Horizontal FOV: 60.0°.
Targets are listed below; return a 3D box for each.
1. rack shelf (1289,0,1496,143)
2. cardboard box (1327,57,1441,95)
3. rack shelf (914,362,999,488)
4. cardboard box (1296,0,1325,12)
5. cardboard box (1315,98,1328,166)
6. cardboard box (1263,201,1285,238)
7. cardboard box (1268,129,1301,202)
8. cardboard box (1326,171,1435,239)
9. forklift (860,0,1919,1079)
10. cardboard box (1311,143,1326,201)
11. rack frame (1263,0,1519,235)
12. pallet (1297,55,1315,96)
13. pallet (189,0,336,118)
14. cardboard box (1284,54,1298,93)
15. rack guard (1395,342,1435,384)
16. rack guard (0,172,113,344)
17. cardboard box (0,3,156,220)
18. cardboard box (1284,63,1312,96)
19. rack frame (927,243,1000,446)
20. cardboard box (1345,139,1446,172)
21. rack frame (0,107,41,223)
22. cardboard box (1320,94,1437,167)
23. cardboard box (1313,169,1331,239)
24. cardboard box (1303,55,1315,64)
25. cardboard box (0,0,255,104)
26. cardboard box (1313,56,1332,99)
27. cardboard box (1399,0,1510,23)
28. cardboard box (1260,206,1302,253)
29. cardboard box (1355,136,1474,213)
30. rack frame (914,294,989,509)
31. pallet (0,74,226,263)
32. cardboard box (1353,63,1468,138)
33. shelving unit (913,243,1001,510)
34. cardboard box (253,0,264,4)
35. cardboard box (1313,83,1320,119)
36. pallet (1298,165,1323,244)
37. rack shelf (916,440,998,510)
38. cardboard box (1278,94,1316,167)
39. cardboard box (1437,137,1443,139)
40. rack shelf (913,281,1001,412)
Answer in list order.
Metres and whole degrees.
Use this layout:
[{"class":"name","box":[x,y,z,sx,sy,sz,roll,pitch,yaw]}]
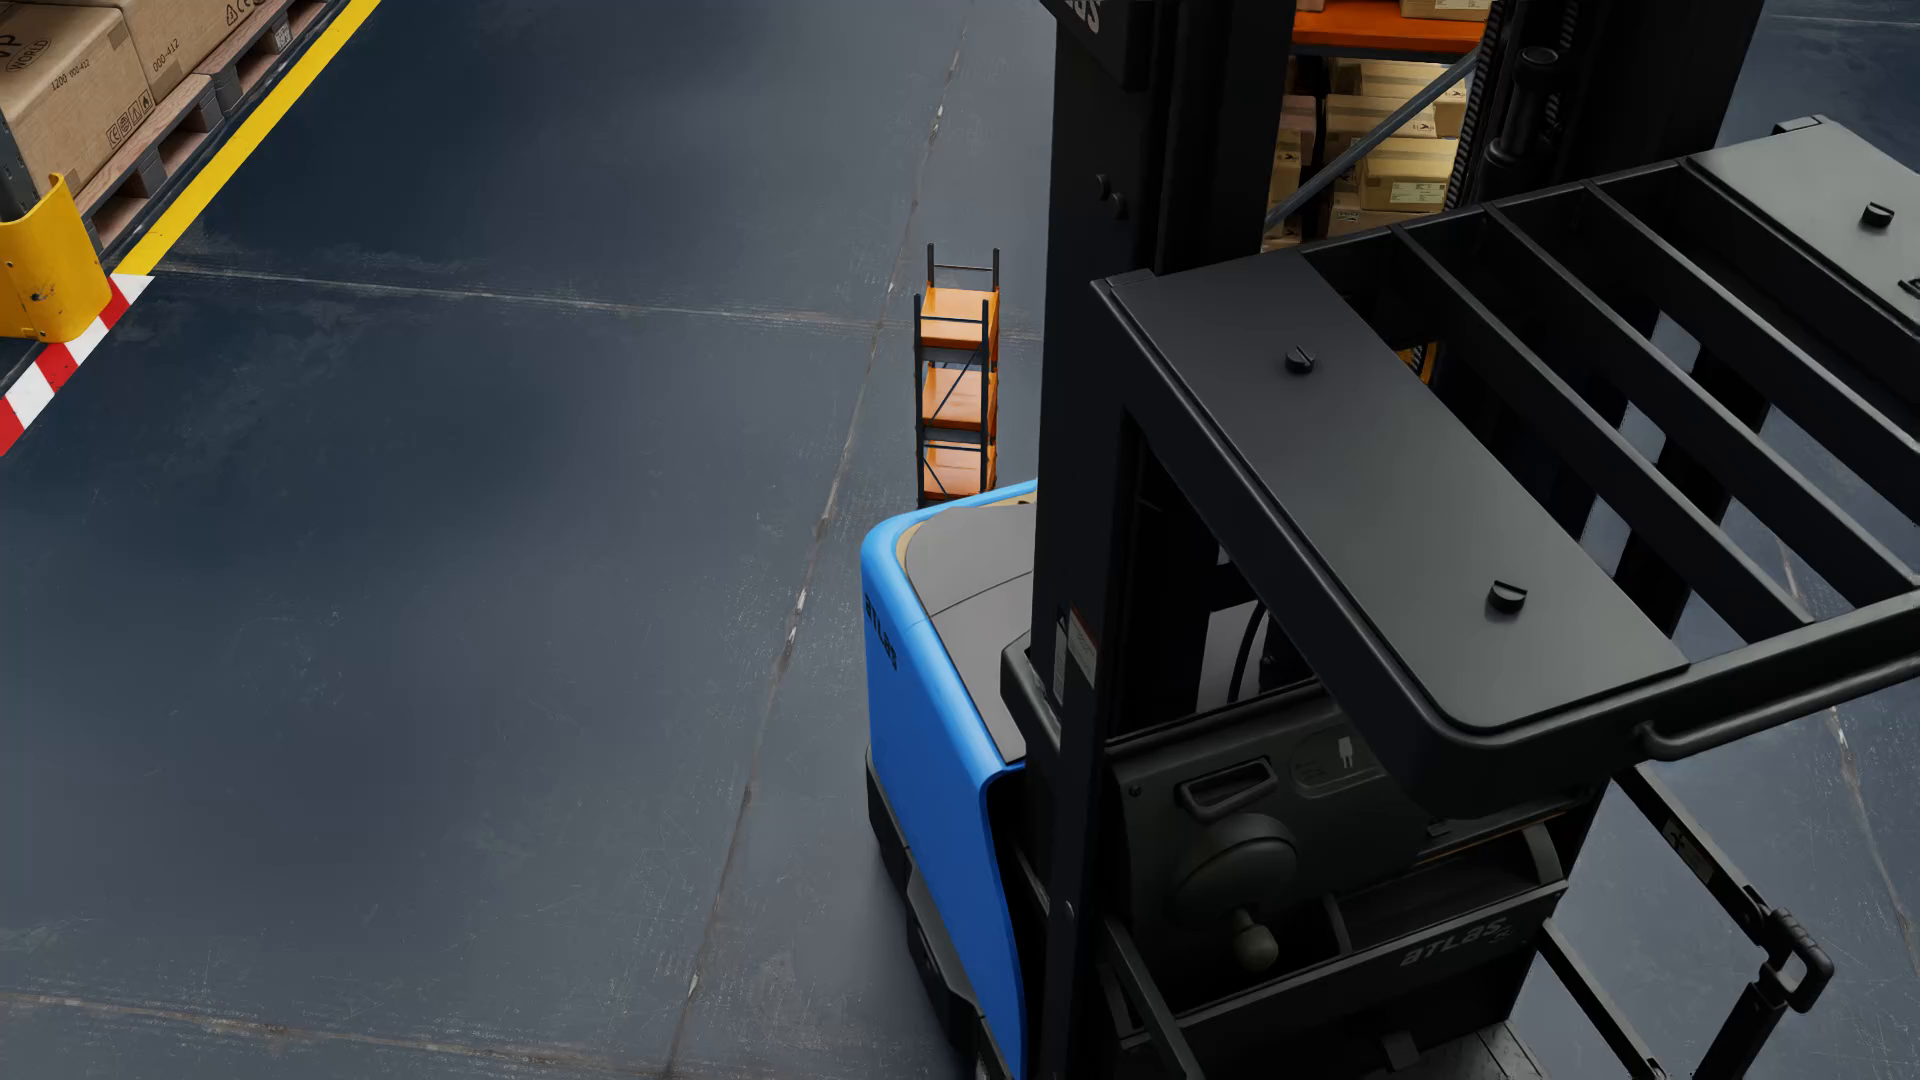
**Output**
[{"class":"rack shelf","box":[1.432,-2.699,6.442,1.077,0.370,4.000,5,44,6]},{"class":"cardboard box","box":[1.602,-1.793,6.297,0.380,0.149,0.250,3,44,3]},{"class":"rack shelf","box":[-0.007,-0.337,4.858,0.215,0.259,0.240,5,44,6]},{"class":"cardboard box","box":[0.931,-1.754,5.104,0.380,0.149,0.250,5,44,6]},{"class":"cardboard box","box":[1.528,-1.513,6.218,0.380,0.149,0.250,6,44,6]},{"class":"cardboard box","box":[0.955,-1.208,5.896,0.380,0.149,0.250,4,44,4]},{"class":"cardboard box","box":[0.987,-1.315,5.792,0.380,0.149,0.250,6,44,6]},{"class":"cardboard box","box":[1.491,-1.157,5.842,0.380,0.149,0.250,7,44,7]},{"class":"forklift","box":[0.767,0.502,2.588,1.130,2.935,3.031,-15,45,-15]},{"class":"cardboard box","box":[1.534,-1.399,6.313,0.380,0.149,0.250,6,44,6]},{"class":"rack frame","box":[1.168,-1.598,4.756,1.000,3.000,0.127,5,44,6]},{"class":"pallet","box":[1.484,-2.016,7.226,1.003,0.211,1.213,5,44,6]},{"class":"pallet","box":[-3.560,-2.347,7.575,1.003,0.211,1.213,5,44,6]},{"class":"cardboard box","box":[1.082,-1.839,6.346,0.380,0.149,0.250,4,44,4]},{"class":"rack guard","box":[1.178,-0.742,5.670,1.175,0.500,0.348,5,44,6]},{"class":"rack guard","box":[-3.755,-1.055,6.000,1.175,0.500,0.348,5,44,6]},{"class":"cardboard box","box":[-3.764,-1.660,6.379,0.875,0.438,0.875,4,44,4]},{"class":"cardboard box","box":[1.159,-1.737,6.454,0.380,0.149,0.250,5,44,5]},{"class":"rack frame","box":[0.009,-0.428,4.938,0.200,1.050,0.008,5,44,6]},{"class":"cardboard box","box":[1.584,-1.338,6.033,0.380,0.149,0.250,5,44,5]},{"class":"rack frame","box":[-3.752,-1.979,5.158,1.000,3.000,0.127,5,44,6]},{"class":"cardboard box","box":[1.491,-1.456,5.941,0.380,0.149,0.250,6,44,6]},{"class":"cardboard box","box":[1.508,-1.229,6.134,0.380,0.149,0.250,5,44,5]},{"class":"cardboard box","box":[1.605,-2.056,6.791,0.380,0.149,0.250,7,44,8]},{"class":"cardboard box","box":[-3.651,-2.284,7.039,0.875,0.438,0.875,6,44,7]},{"class":"cardboard box","box":[1.611,-1.867,6.592,0.380,0.149,0.250,3,44,3]},{"class":"cardboard box","box":[1.535,-1.697,5.044,0.380,0.149,0.250,5,44,5]},{"class":"cardboard box","box":[1.031,-1.093,5.990,0.380,0.149,0.250,6,44,6]},{"class":"cardboard box","box":[1.574,-1.257,5.731,0.380,0.149,0.250,3,44,4]},{"class":"rack frame","box":[-0.023,-0.262,4.763,0.200,1.050,0.008,5,44,6]},{"class":"pallet","box":[-3.724,-1.518,6.700,1.003,0.211,1.213,5,44,6]},{"class":"cardboard box","box":[1.651,-1.616,6.110,0.380,0.149,0.250,5,44,5]},{"class":"shelving unit","box":[-0.007,-0.345,4.851,0.215,1.050,0.252,5,44,6]},{"class":"cardboard box","box":[-3.531,-2.899,7.688,0.875,0.438,0.875,4,44,4]},{"class":"cardboard box","box":[1.615,-1.745,6.680,0.380,0.149,0.250,5,44,6]},{"class":"pallet","box":[1.320,-1.187,6.350,1.003,0.211,1.213,5,44,6]},{"class":"rack shelf","box":[-0.007,-0.135,5.049,0.215,0.259,0.240,5,44,6]},{"class":"cardboard box","box":[1.077,-1.481,5.968,0.380,0.149,0.250,6,44,6]},{"class":"cardboard box","box":[1.670,-1.678,6.392,0.380,0.149,0.250,7,44,7]},{"class":"rack shelf","box":[-0.007,-0.543,4.663,0.215,0.259,0.240,5,44,6]}]
